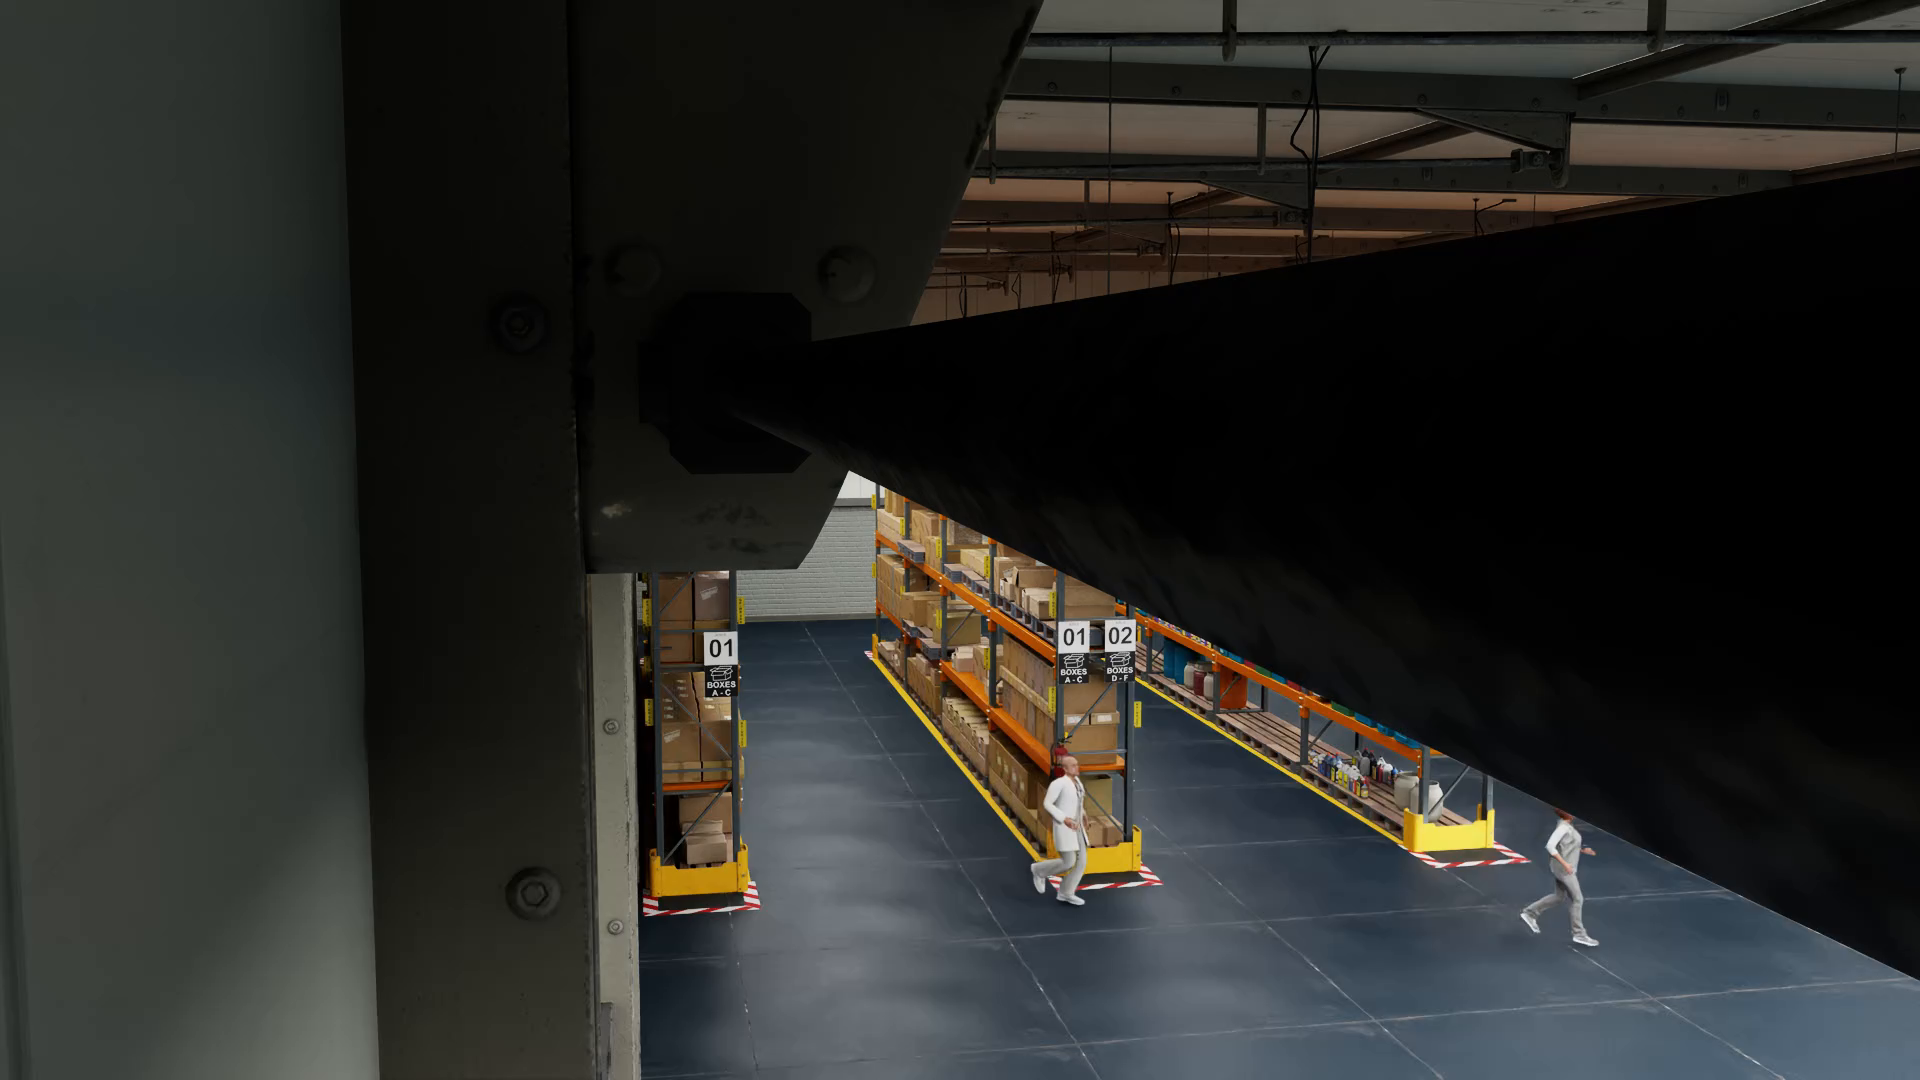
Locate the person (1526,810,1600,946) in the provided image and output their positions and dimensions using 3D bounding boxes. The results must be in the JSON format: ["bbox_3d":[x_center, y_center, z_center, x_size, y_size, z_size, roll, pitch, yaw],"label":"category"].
[{"bbox_3d":[6.661,3.658,18.302,0.783,1.592,0.554,2,6,17],"label":"person"}]

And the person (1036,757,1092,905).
[{"bbox_3d":[1.280,3.440,19.849,0.633,1.731,0.739,4,7,37],"label":"person"}]
